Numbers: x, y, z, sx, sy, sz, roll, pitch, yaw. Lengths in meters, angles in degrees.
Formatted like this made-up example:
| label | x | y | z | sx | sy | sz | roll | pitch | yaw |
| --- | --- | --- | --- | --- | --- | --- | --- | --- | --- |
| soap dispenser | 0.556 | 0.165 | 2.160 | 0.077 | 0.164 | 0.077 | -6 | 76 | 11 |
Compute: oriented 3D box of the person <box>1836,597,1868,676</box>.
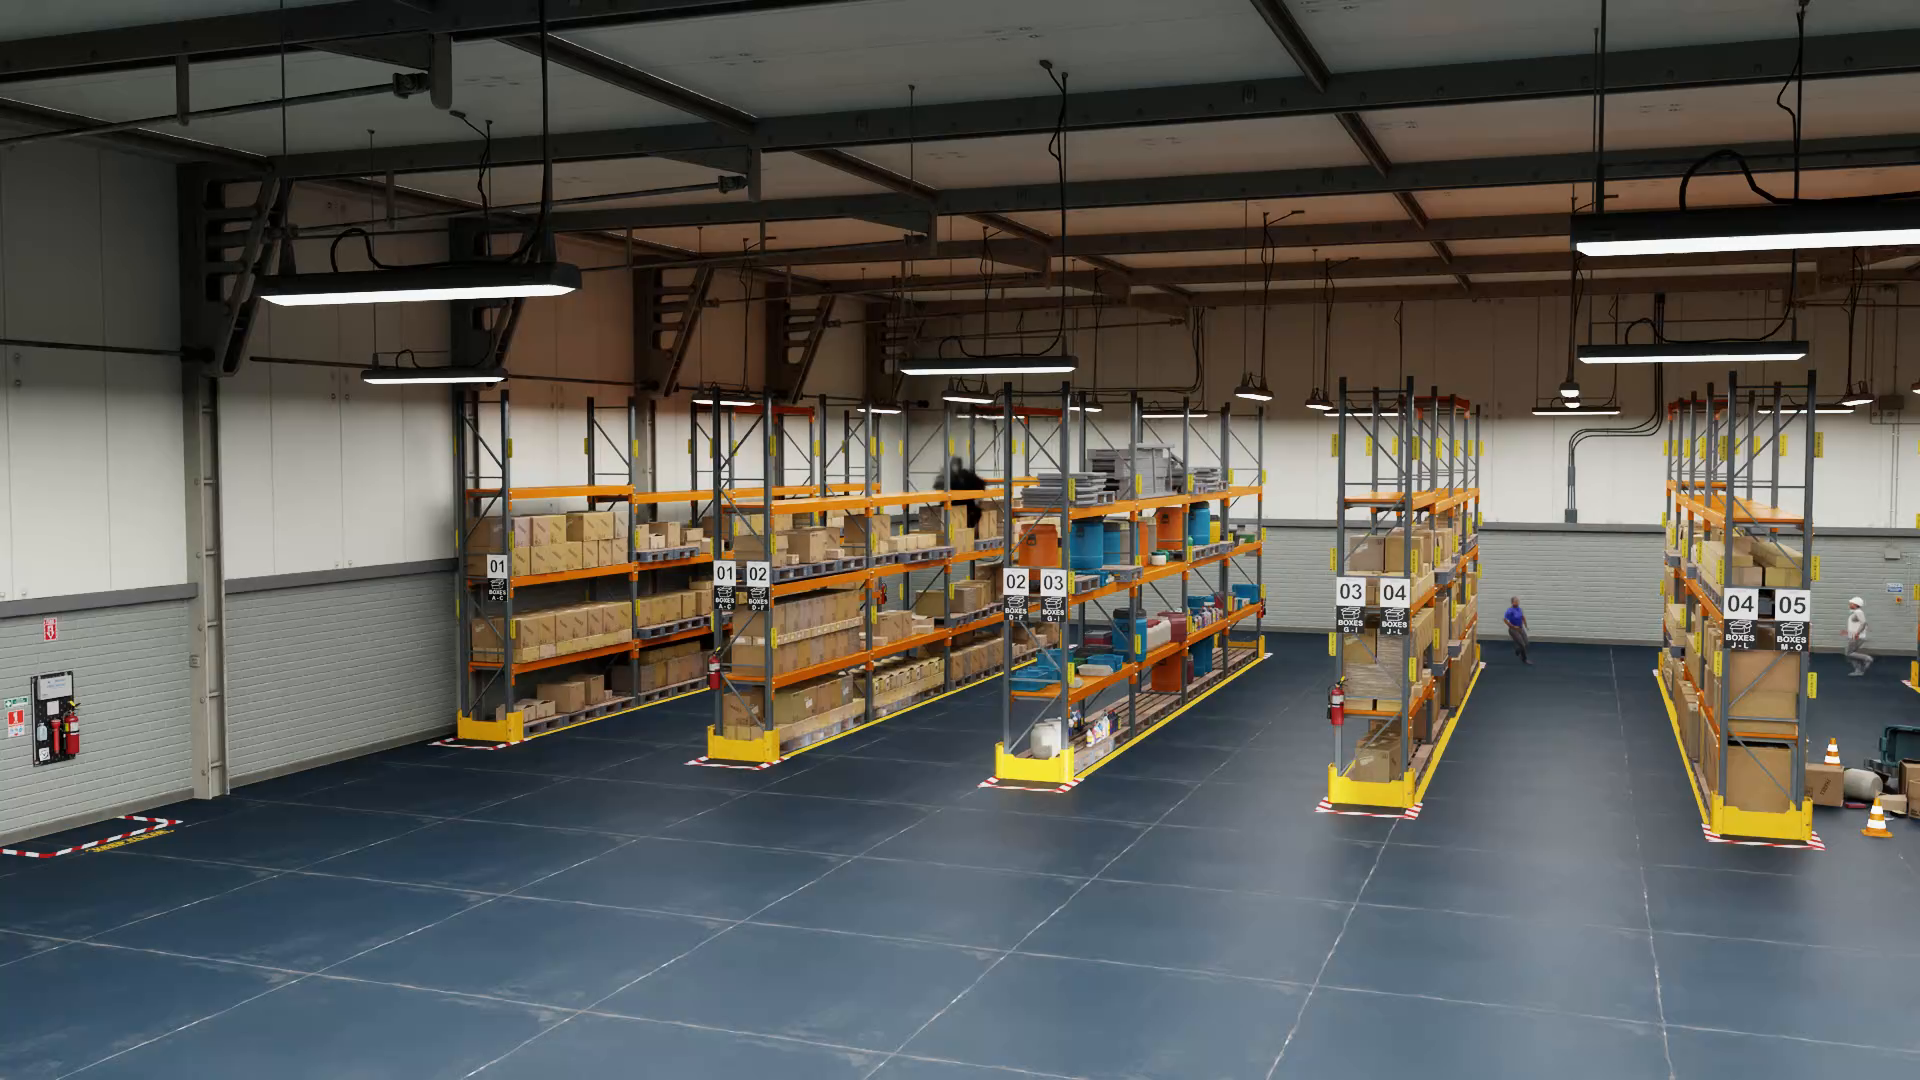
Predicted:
| label | x | y | z | sx | sy | sz | roll | pitch | yaw |
| --- | --- | --- | --- | --- | --- | --- | --- | --- | --- |
| person | 19.634 | 2.128 | 36.588 | 0.635 | 1.731 | 0.693 | 2 | 4 | 27 |

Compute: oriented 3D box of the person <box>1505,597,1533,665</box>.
| label | x | y | z | sx | sy | sz | roll | pitch | yaw |
| --- | --- | --- | --- | --- | --- | --- | --- | --- | --- |
| person | 12.905 | 2.103 | 38.444 | 0.720 | 1.560 | 0.532 | -1 | 3 | -22 |
